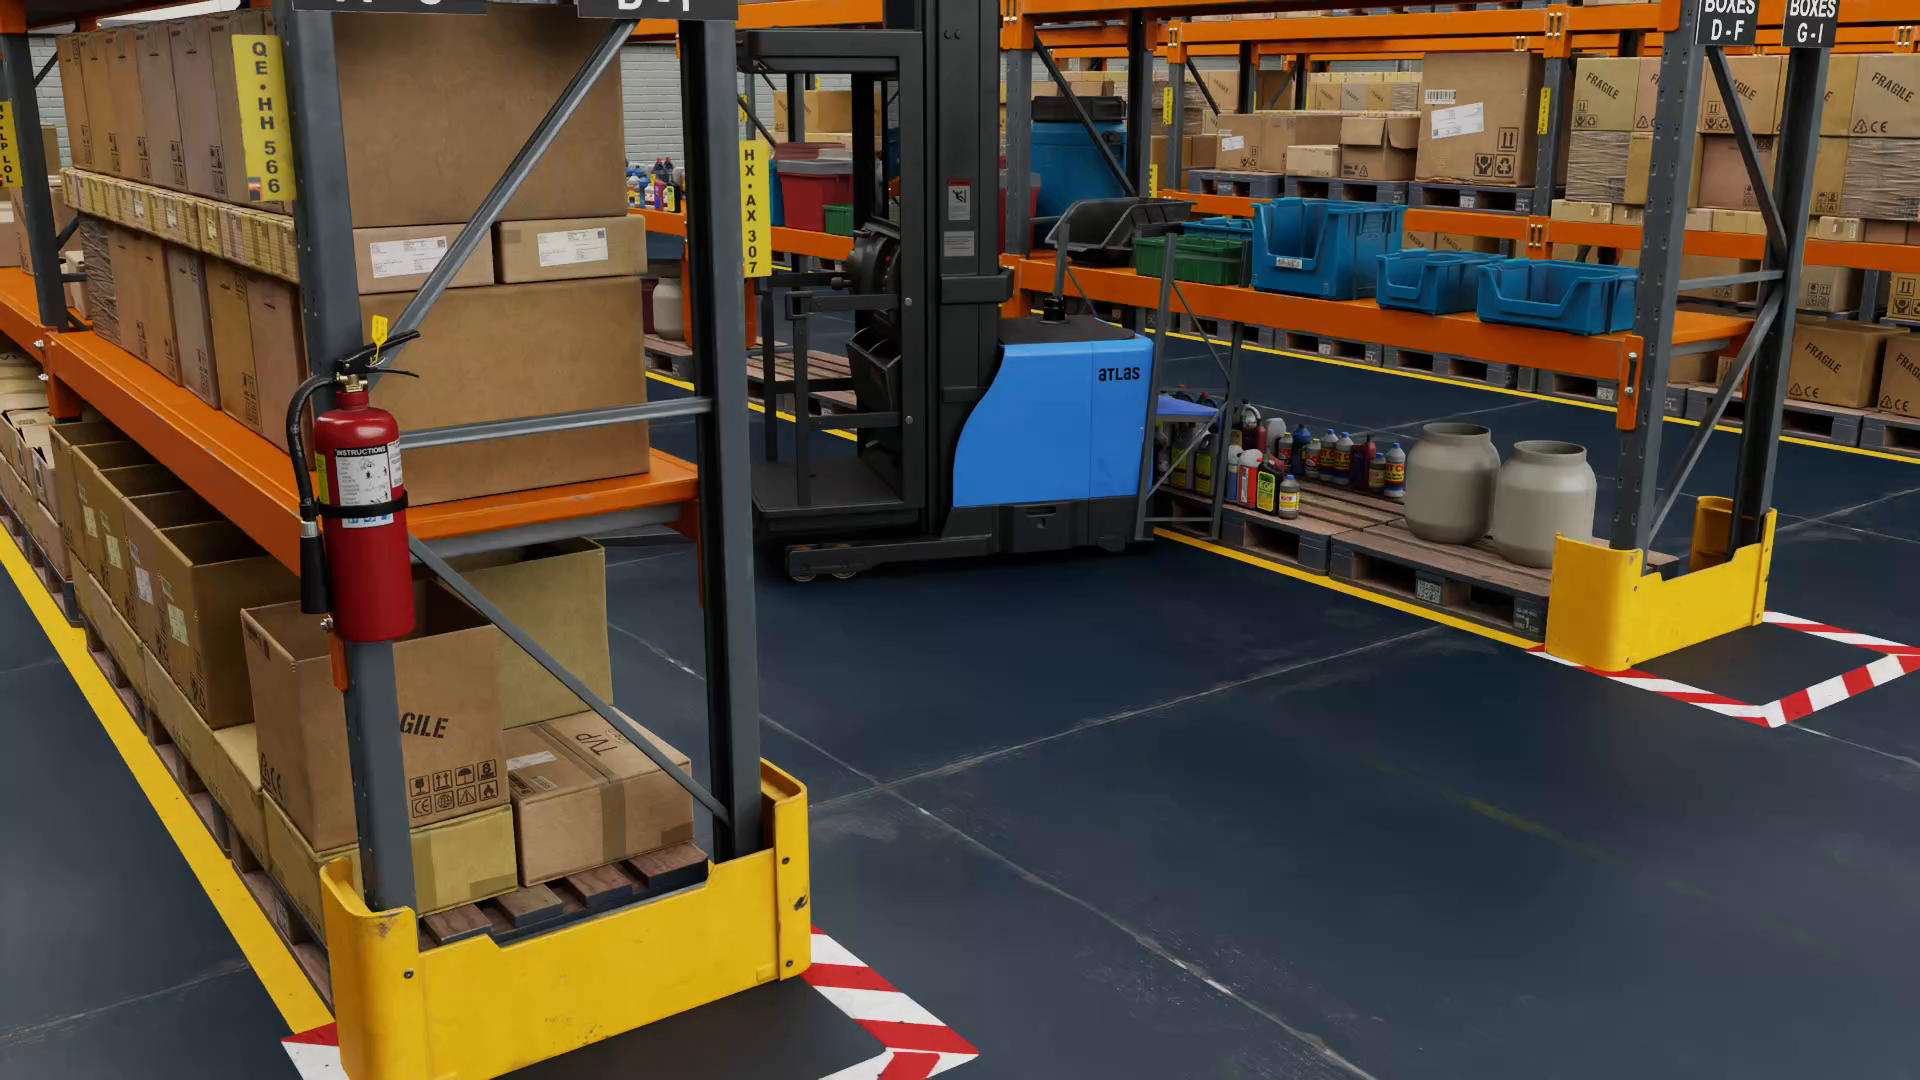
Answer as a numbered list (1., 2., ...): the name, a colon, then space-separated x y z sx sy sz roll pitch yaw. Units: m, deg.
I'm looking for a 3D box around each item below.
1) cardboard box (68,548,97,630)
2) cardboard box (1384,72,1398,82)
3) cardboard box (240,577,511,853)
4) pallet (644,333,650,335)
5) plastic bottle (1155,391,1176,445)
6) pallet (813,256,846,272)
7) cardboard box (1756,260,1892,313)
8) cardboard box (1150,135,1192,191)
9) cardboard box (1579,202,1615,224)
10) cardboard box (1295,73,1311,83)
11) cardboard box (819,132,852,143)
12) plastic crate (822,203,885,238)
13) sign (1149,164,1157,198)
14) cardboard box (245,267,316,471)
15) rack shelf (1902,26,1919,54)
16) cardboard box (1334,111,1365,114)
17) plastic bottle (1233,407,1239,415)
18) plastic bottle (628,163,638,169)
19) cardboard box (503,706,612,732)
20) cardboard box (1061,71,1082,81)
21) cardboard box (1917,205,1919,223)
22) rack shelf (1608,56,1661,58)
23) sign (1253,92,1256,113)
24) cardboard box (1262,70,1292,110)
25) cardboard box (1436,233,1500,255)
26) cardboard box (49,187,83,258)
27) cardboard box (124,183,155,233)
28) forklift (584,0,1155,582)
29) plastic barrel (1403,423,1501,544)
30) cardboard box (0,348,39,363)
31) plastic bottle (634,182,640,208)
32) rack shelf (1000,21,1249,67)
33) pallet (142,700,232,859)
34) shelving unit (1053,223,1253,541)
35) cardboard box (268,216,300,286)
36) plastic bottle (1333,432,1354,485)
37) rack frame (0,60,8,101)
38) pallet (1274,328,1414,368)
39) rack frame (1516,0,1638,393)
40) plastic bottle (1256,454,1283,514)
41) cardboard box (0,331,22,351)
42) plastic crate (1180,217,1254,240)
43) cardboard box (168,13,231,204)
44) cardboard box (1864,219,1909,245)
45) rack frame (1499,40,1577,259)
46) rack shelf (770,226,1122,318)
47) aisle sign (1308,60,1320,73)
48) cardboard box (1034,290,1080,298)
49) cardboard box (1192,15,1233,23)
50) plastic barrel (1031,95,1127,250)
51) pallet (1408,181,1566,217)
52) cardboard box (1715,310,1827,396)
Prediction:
1. cardboard box: -3.284 0.153 6.748 0.500 0.250 0.500 -11 19 -35
2. cardboard box: 6.721 -7.093 25.497 0.380 0.149 0.250 -11 19 -35
3. cardboard box: -1.515 0.431 4.312 0.500 0.500 0.500 -11 19 -35
4. pallet: -2.864 -1.816 14.812 1.003 0.211 1.213 -11 19 -35
5. plastic bottle: 1.193 -0.704 9.652 0.144 0.351 0.185 -11 19 -35
6. pallet: -1.105 -3.452 20.789 1.003 0.211 1.213 -11 19 -35
7. cardboard box: 8.338 -2.638 15.998 1.050 0.750 0.750 -11 19 -35
8. cardboard box: 1.862 -3.623 15.942 0.500 0.500 0.500 -10 18 -33
9. cardboard box: 4.724 -2.384 12.082 0.380 0.149 0.250 -11 19 -35
10. cardboard box: 5.649 -7.479 26.907 0.380 0.149 0.250 -10 18 -33
11. cardboard box: -1.373 -4.814 20.205 0.500 0.250 0.500 -11 19 -36
12. plastic crate: -0.554 -2.111 11.007 0.450 0.188 0.662 -11 19 -35
13. sign: 1.149 -2.101 10.048 0.100 0.325 0.005 -11 19 -35
14. cardboard box: -1.536 -0.524 4.619 0.700 0.500 0.500 -10 18 -33
15. rack shelf: 9.952 -4.075 13.462 1.077 0.370 4.000 -11 19 -35
16. cardboard box: 4.693 -5.047 19.888 0.380 0.149 0.250 -10 18 -32
17. plastic bottle: 1.552 -0.625 9.489 0.061 0.283 0.133 -9 18 -31
18. plastic bottle: -3.001 -3.314 15.236 0.152 0.276 0.135 -11 19 -35
19. cardboard box: -1.391 0.606 5.094 0.500 0.250 0.500 -11 19 -35
20. cardboard box: 1.769 -6.501 24.001 0.500 0.500 0.500 -11 19 -35
21. cardboard box: 6.364 -2.201 10.183 0.875 0.500 0.500 -11 19 -35
22. rack shelf: 10.853 -8.198 28.528 1.077 0.370 4.000 -11 19 -35
23. sign: 2.786 -4.114 15.883 0.100 0.325 0.005 -11 19 -35
24. cardboard box: 4.004 -5.918 21.871 0.500 0.500 0.500 -10 18 -33
25. cardboard box: 5.825 -3.353 19.084 0.500 0.500 0.500 -11 19 -35
26. cardboard box: -4.059 -1.444 7.981 0.500 0.500 0.500 -9 18 -31
27. cardboard box: -2.549 -1.116 5.553 0.380 0.149 0.250 -12 19 -36
28. forklift: -0.603 -1.371 8.034 3.031 2.935 1.130 -4 16 -14
29. plastic barrel: 2.306 -0.269 7.794 0.421 0.512 0.421 0 15 0
30. cardboard box: -5.592 -0.960 9.754 0.500 0.311 0.500 -10 18 -33
31. plastic bottle: -2.597 -2.802 13.510 0.097 0.201 0.097 0 15 0
32. rack shelf: 1.176 -5.035 16.970 1.077 0.370 4.000 -11 19 -35
33. pallet: -2.156 0.665 5.746 1.003 0.211 1.213 -11 19 -35
34. shelving unit: 0.920 -0.843 8.637 0.538 1.500 1.048 0 12 -27
35. cardboard box: -1.493 -0.731 4.148 0.380 0.149 0.250 -10 18 -33
36. plastic bottle: 2.034 -0.436 8.821 0.097 0.271 0.097 0 15 0
37. rack frame: -8.015 -2.825 13.216 1.000 3.000 0.127 -11 19 -35
38. pallet: 3.524 -1.735 14.517 1.003 0.211 1.213 -11 19 -35
39. rack frame: 4.704 -2.654 12.590 1.000 3.000 0.127 -11 19 -35
40. plastic bottle: 1.532 -0.279 8.225 0.061 0.283 0.133 -10 18 -33
41. cardboard box: -6.403 -1.141 10.964 0.500 0.500 0.500 -10 18 -32
42. plastic crate: 1.568 -1.619 9.091 0.499 0.251 0.616 -11 19 -35
43. cardboard box: -1.865 -1.269 4.882 0.700 0.500 0.500 -11 19 -34
44. cardboard box: 5.973 -1.972 10.573 0.380 0.149 0.250 -11 19 -35
45. rack frame: 6.424 -4.256 18.444 1.000 3.000 0.127 -11 19 -35
46. rack shelf: -0.478 -1.965 11.436 1.077 0.370 4.000 -11 19 -35
47. aisle sign: 5.873 -8.072 27.461 0.394 0.787 0.004 -11 19 -35
48. cardboard box: 1.446 -3.028 17.185 1.225 0.875 0.875 -11 19 -34
49. cardboard box: 2.423 -4.742 14.823 0.500 0.250 0.500 -10 18 -34
50. plastic barrel: 0.716 -2.256 10.188 0.600 0.901 0.708 -11 19 -35
51. pallet: 4.373 -2.747 13.294 1.003 0.211 1.213 -11 19 -35
52. cardboard box: 5.679 -1.317 11.647 0.500 0.500 0.500 -13 20 -39
